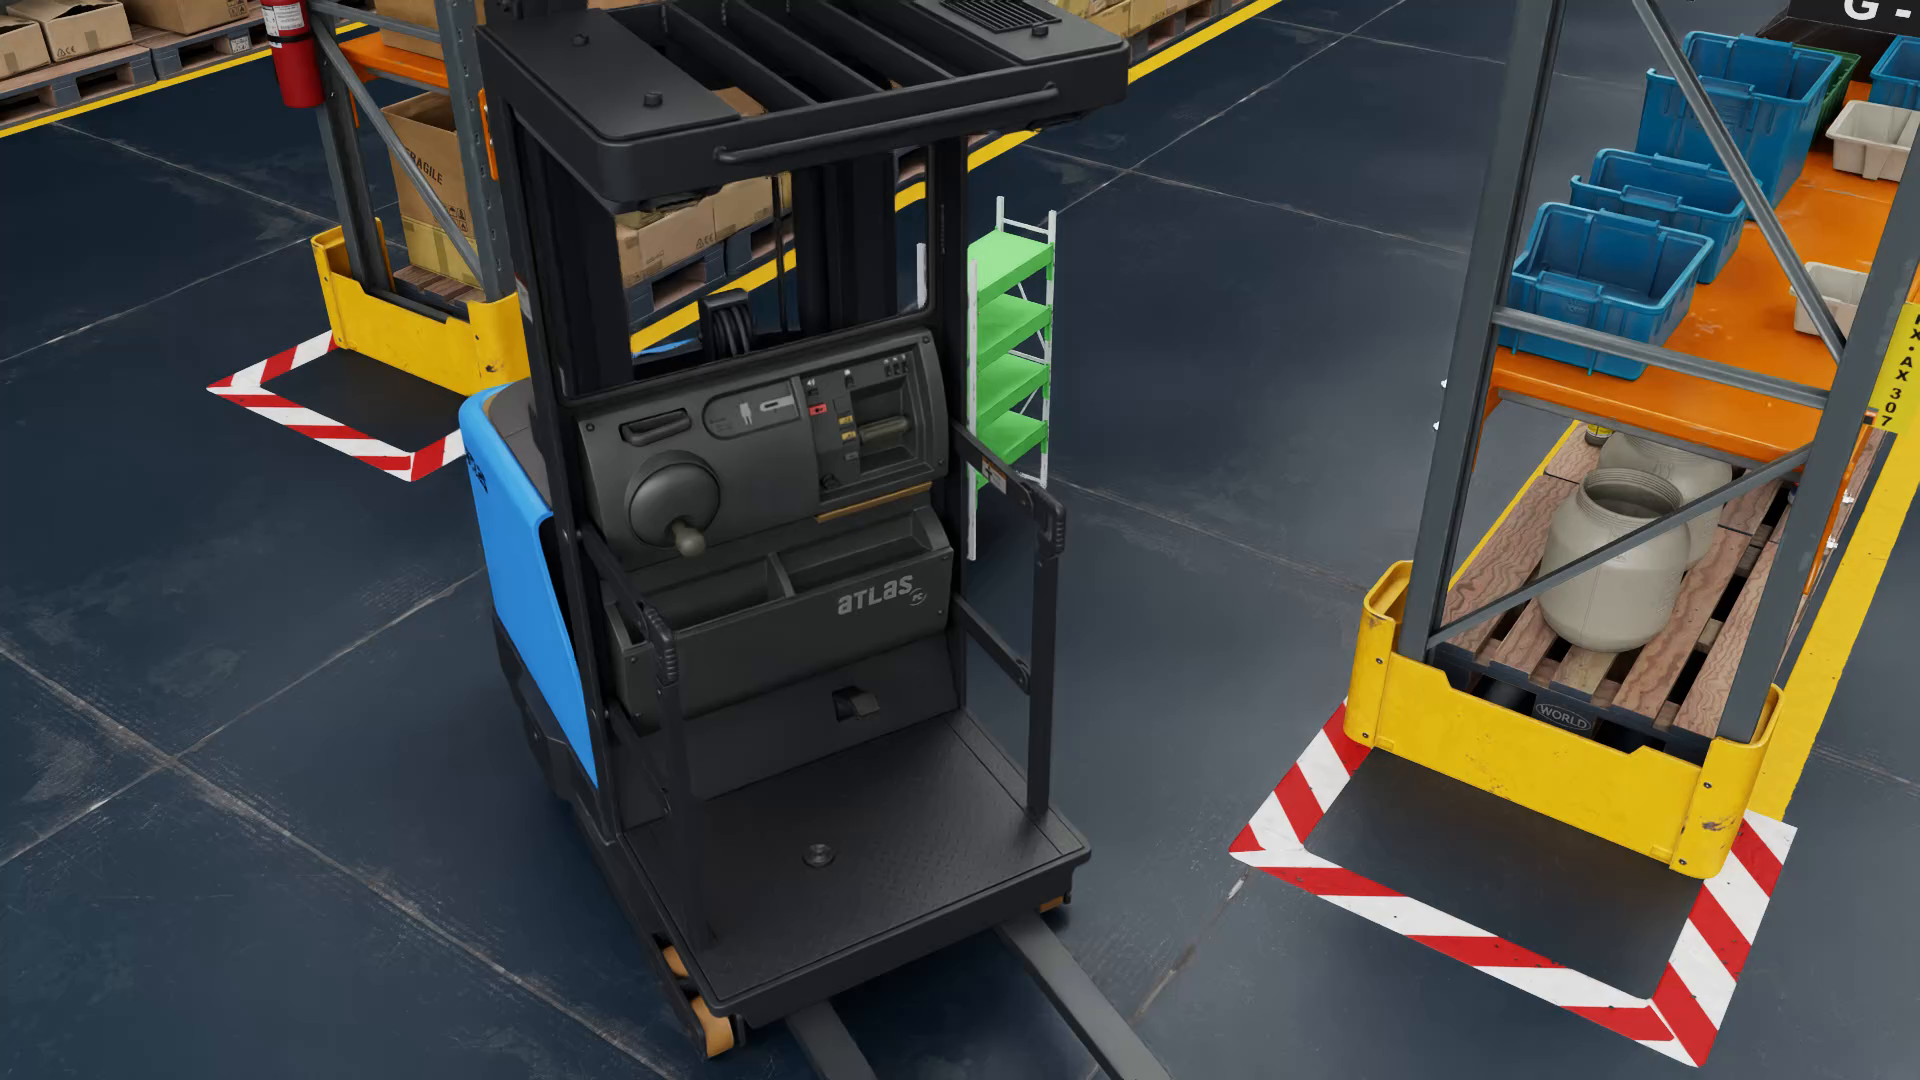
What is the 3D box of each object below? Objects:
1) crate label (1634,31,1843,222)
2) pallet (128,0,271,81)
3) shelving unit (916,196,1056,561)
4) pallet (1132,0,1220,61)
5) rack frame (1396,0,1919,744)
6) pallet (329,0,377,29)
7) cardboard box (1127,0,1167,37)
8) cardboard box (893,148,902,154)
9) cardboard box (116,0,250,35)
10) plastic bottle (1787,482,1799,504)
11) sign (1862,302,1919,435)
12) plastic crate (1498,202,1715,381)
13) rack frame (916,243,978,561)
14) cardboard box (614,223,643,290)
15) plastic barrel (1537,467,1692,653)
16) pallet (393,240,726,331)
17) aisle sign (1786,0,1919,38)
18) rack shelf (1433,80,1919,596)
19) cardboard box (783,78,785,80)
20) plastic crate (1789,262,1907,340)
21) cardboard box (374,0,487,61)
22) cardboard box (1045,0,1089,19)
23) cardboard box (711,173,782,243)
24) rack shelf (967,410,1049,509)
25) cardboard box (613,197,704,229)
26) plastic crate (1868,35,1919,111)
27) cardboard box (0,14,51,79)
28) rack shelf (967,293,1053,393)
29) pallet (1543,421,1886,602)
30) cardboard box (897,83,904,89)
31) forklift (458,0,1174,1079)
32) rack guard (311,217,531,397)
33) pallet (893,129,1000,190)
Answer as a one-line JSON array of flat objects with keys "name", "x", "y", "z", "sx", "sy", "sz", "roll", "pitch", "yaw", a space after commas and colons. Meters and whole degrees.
[{"name": "crate label", "x": 2.607, "y": -1.413, "z": 5.630, "sx": 0.502, "sy": 0.435, "sz": 0.616, "roll": 21, "pitch": 39, "yaw": 28}, {"name": "pallet", "x": -5.128, "y": -3.431, "z": 11.135, "sx": 1.003, "sy": 0.211, "sz": 1.213, "roll": 21, "pitch": 39, "yaw": 28}, {"name": "shelving unit", "x": 0.094, "y": -0.573, "z": 6.027, "sx": 0.258, "sy": 1.200, "sz": 0.503, "roll": 21, "pitch": 39, "yaw": 28}, {"name": "pallet", "x": 1.076, "y": -3.650, "z": 11.458, "sx": 1.003, "sy": 0.211, "sz": 1.213, "roll": 21, "pitch": 39, "yaw": 28}, {"name": "rack frame", "x": 1.779, "y": -0.465, "z": 4.260, "sx": 1.000, "sy": 3.000, "sz": 0.127, "roll": 21, "pitch": 39, "yaw": 28}, {"name": "pallet", "x": -4.433, "y": -3.994, "z": 11.968, "sx": 1.003, "sy": 0.211, "sz": 1.213, "roll": 21, "pitch": 39, "yaw": 28}, {"name": "cardboard box", "x": 1.012, "y": -3.505, "z": 10.835, "sx": 0.500, "sy": 0.250, "sz": 0.500, "roll": 20, "pitch": 39, "yaw": 27}, {"name": "cardboard box", "x": -0.658, "y": -2.179, "z": 8.875, "sx": 0.500, "sy": 0.250, "sz": 0.500, "roll": 21, "pitch": 39, "yaw": 28}, {"name": "cardboard box", "x": -5.107, "y": -3.650, "z": 10.808, "sx": 0.700, "sy": 0.500, "sz": 0.500, "roll": 19, "pitch": 38, "yaw": 25}, {"name": "plastic bottle", "x": 3.069, "y": -0.252, "z": 5.987, "sx": 0.097, "sy": 0.271, "sz": 0.097, "roll": 0, "pitch": 34, "yaw": 0}, {"name": "sign", "x": 2.229, "y": -0.402, "z": 3.919, "sx": 0.100, "sy": 0.325, "sz": 0.005, "roll": 21, "pitch": 39, "yaw": 28}, {"name": "plastic crate", "x": 1.819, "y": -0.729, "z": 4.783, "sx": 0.499, "sy": 0.251, "sz": 0.616, "roll": 21, "pitch": 39, "yaw": 28}, {"name": "rack frame", "x": -0.045, "y": -0.461, "z": 5.860, "sx": 0.240, "sy": 1.200, "sz": 0.015, "roll": 21, "pitch": 39, "yaw": 28}, {"name": "cardboard box", "x": -1.799, "y": -1.259, "z": 7.514, "sx": 0.500, "sy": 0.250, "sz": 0.500, "roll": 21, "pitch": 39, "yaw": 28}, {"name": "plastic barrel", "x": 2.092, "y": 0.065, "z": 5.323, "sx": 0.421, "sy": 0.512, "sz": 0.421, "roll": 0, "pitch": 34, "yaw": 0}, {"name": "pallet", "x": -1.886, "y": -1.259, "z": 7.923, "sx": 1.003, "sy": 0.211, "sz": 1.213, "roll": 21, "pitch": 39, "yaw": 28}, {"name": "aisle sign", "x": 1.979, "y": -1.415, "z": 3.344, "sx": 0.394, "sy": 0.787, "sz": 0.004, "roll": 21, "pitch": 39, "yaw": 28}, {"name": "rack shelf", "x": 2.920, "y": -1.087, "z": 5.822, "sx": 1.077, "sy": 0.370, "sz": 4.000, "roll": 21, "pitch": 39, "yaw": 28}, {"name": "cardboard box", "x": -0.942, "y": -2.259, "z": 8.324, "sx": 0.500, "sy": 0.500, "sz": 0.500, "roll": 21, "pitch": 39, "yaw": 28}, {"name": "plastic crate", "x": 2.554, "y": -0.665, "z": 4.790, "sx": 0.298, "sy": 0.136, "sz": 0.250, "roll": 21, "pitch": 39, "yaw": 28}, {"name": "cardboard box", "x": -2.011, "y": -2.301, "z": 6.885, "sx": 0.700, "sy": 0.500, "sz": 0.500, "roll": 21, "pitch": 39, "yaw": 28}, {"name": "cardboard box", "x": 0.433, "y": -3.267, "z": 9.983, "sx": 0.500, "sy": 0.311, "sz": 0.500, "roll": 21, "pitch": 40, "yaw": 28}, {"name": "cardboard box", "x": -1.232, "y": -1.721, "z": 8.196, "sx": 0.500, "sy": 0.250, "sz": 0.500, "roll": 21, "pitch": 39, "yaw": 28}, {"name": "rack shelf", "x": 0.094, "y": -0.321, "z": 6.197, "sx": 0.258, "sy": 0.148, "sz": 0.480, "roll": 21, "pitch": 39, "yaw": 28}, {"name": "cardboard box", "x": -1.516, "y": -1.801, "z": 7.645, "sx": 0.500, "sy": 0.500, "sz": 0.500, "roll": 21, "pitch": 39, "yaw": 28}, {"name": "plastic crate", "x": 3.652, "y": -1.648, "z": 6.142, "sx": 0.499, "sy": 0.251, "sz": 0.616, "roll": 21, "pitch": 39, "yaw": 28}, {"name": "cardboard box", "x": -5.891, "y": -2.987, "z": 9.997, "sx": 0.500, "sy": 0.311, "sz": 0.500, "roll": 17, "pitch": 37, "yaw": 23}, {"name": "rack shelf", "x": 0.094, "y": -0.719, "z": 5.928, "sx": 0.258, "sy": 0.148, "sz": 0.480, "roll": 21, "pitch": 39, "yaw": 28}, {"name": "pallet", "x": 2.948, "y": -0.291, "z": 6.492, "sx": 1.003, "sy": 0.211, "sz": 1.213, "roll": 21, "pitch": 39, "yaw": 28}, {"name": "cardboard box", "x": -0.387, "y": -2.725, "z": 9.013, "sx": 0.500, "sy": 0.500, "sz": 0.500, "roll": 21, "pitch": 39, "yaw": 28}, {"name": "forklift", "x": -0.350, "y": -0.180, "z": 3.900, "sx": 1.130, "sy": 2.935, "sz": 3.031, "roll": -18, "pitch": 38, "yaw": -24}, {"name": "rack guard", "x": -2.302, "y": -1.002, "z": 7.286, "sx": 1.175, "sy": 0.500, "sz": 0.348, "roll": 21, "pitch": 39, "yaw": 28}, {"name": "pallet", "x": -0.495, "y": -2.382, "z": 9.583, "sx": 1.003, "sy": 0.211, "sz": 1.213, "roll": 21, "pitch": 39, "yaw": 28}]
